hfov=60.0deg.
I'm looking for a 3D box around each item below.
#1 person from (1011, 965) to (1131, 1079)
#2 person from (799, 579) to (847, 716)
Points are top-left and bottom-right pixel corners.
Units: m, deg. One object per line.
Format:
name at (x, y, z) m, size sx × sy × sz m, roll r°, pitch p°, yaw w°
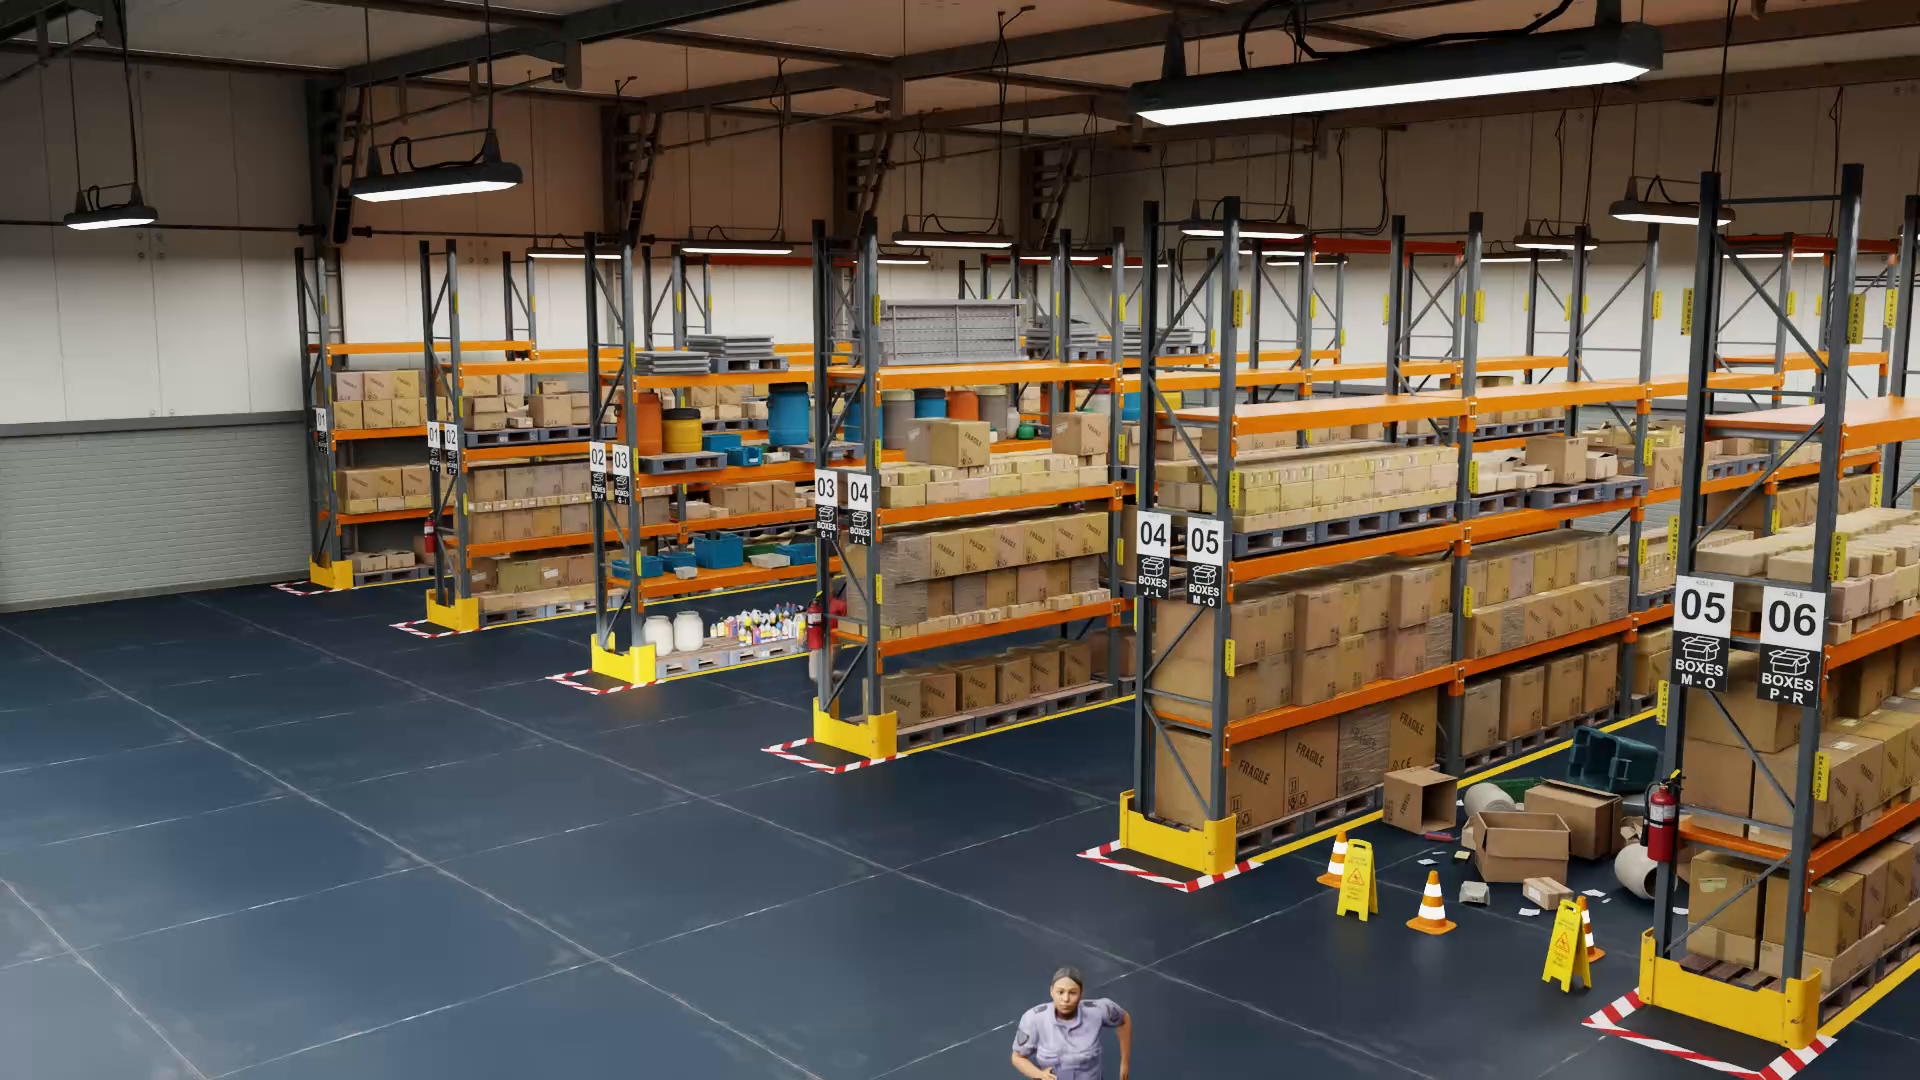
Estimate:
person at (0.600, 3.067, 9.006) m, size 0.626 × 1.688 × 0.830 m, roll 1°, pitch 8°, yaw 8°
person at (-1.621, 1.324, 20.766) m, size 0.673 × 1.703 × 0.692 m, roll 6°, pitch 10°, yaw 36°
